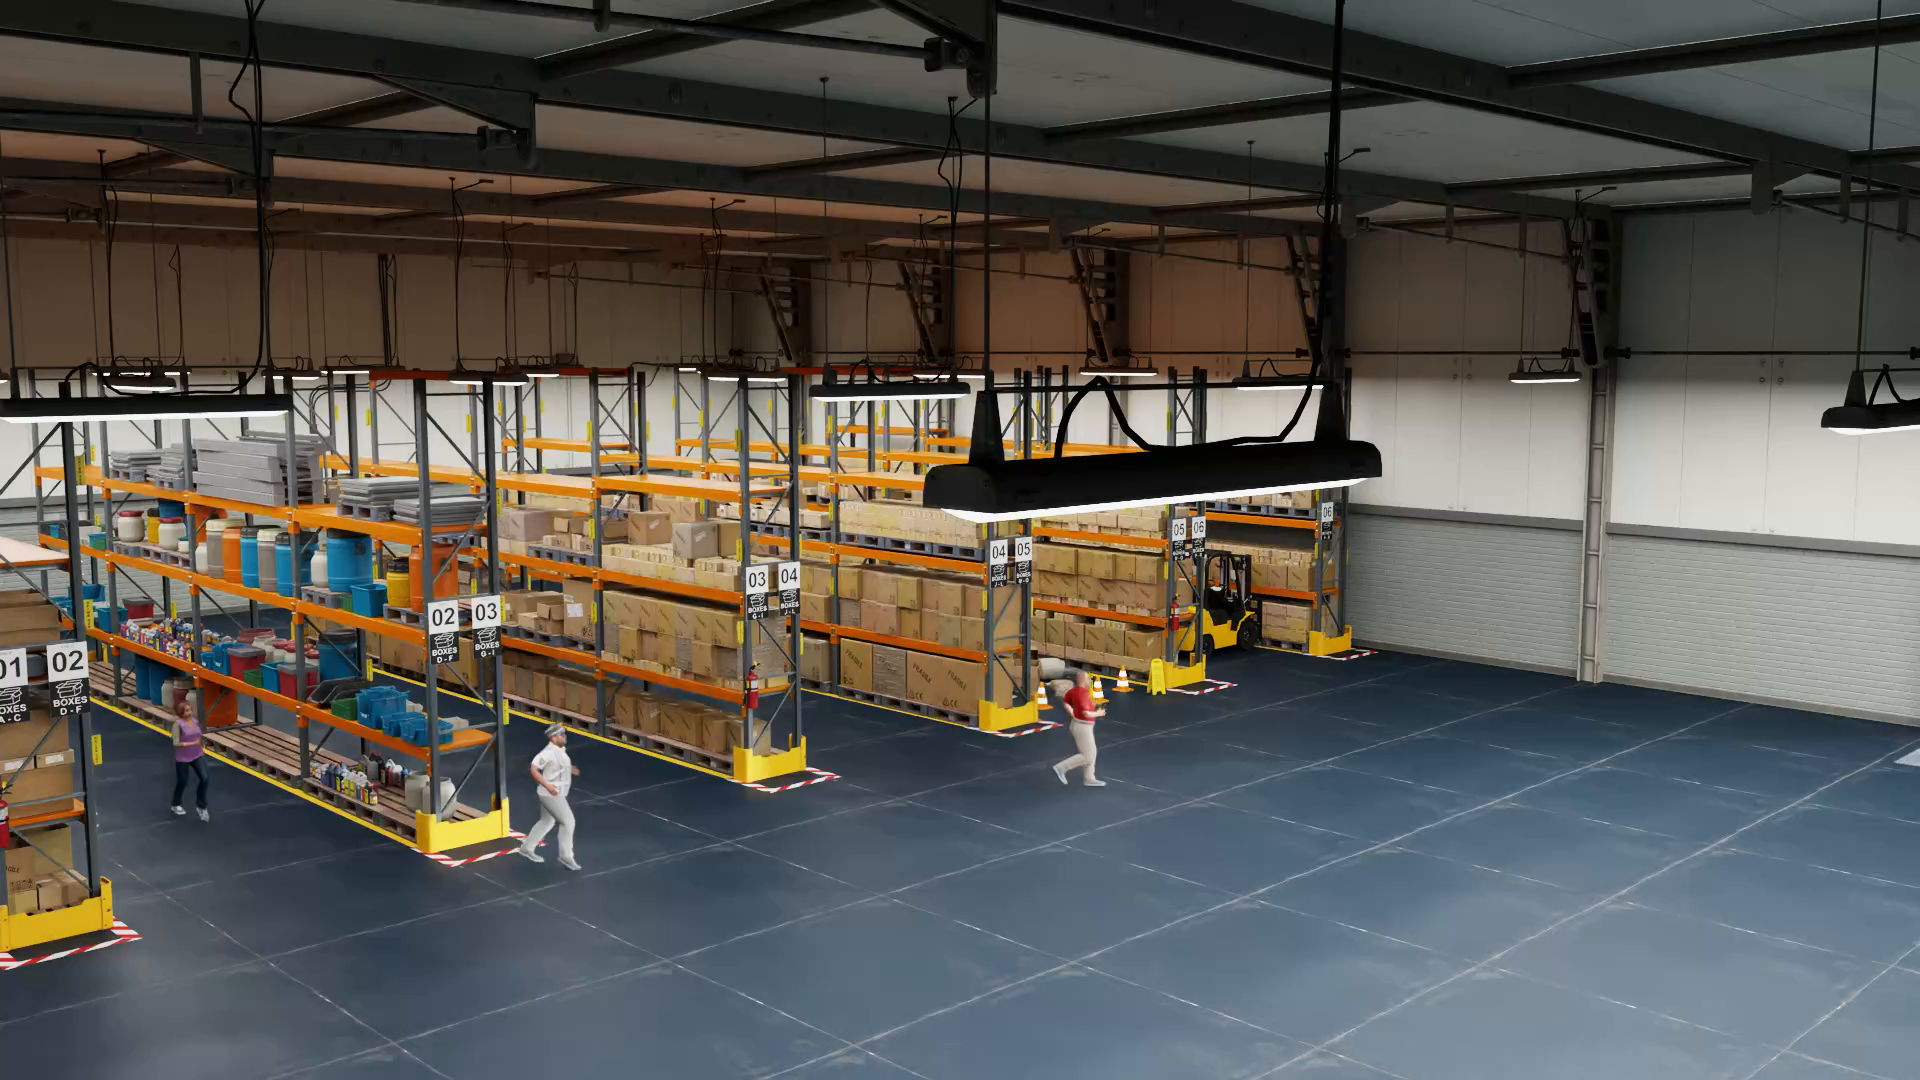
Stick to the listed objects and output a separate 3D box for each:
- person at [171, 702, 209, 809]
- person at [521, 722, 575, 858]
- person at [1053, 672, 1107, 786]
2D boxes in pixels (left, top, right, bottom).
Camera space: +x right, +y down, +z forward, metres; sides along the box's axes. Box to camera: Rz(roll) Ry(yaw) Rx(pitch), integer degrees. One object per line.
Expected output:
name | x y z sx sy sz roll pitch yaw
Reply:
person | -10.437 2.916 22.522 0.708 1.480 0.468 4 8 33
person | -5.078 3.060 20.458 0.675 1.668 0.456 -1 6 -6
person | 1.732 2.757 24.161 0.817 1.698 0.676 -1 7 -12
